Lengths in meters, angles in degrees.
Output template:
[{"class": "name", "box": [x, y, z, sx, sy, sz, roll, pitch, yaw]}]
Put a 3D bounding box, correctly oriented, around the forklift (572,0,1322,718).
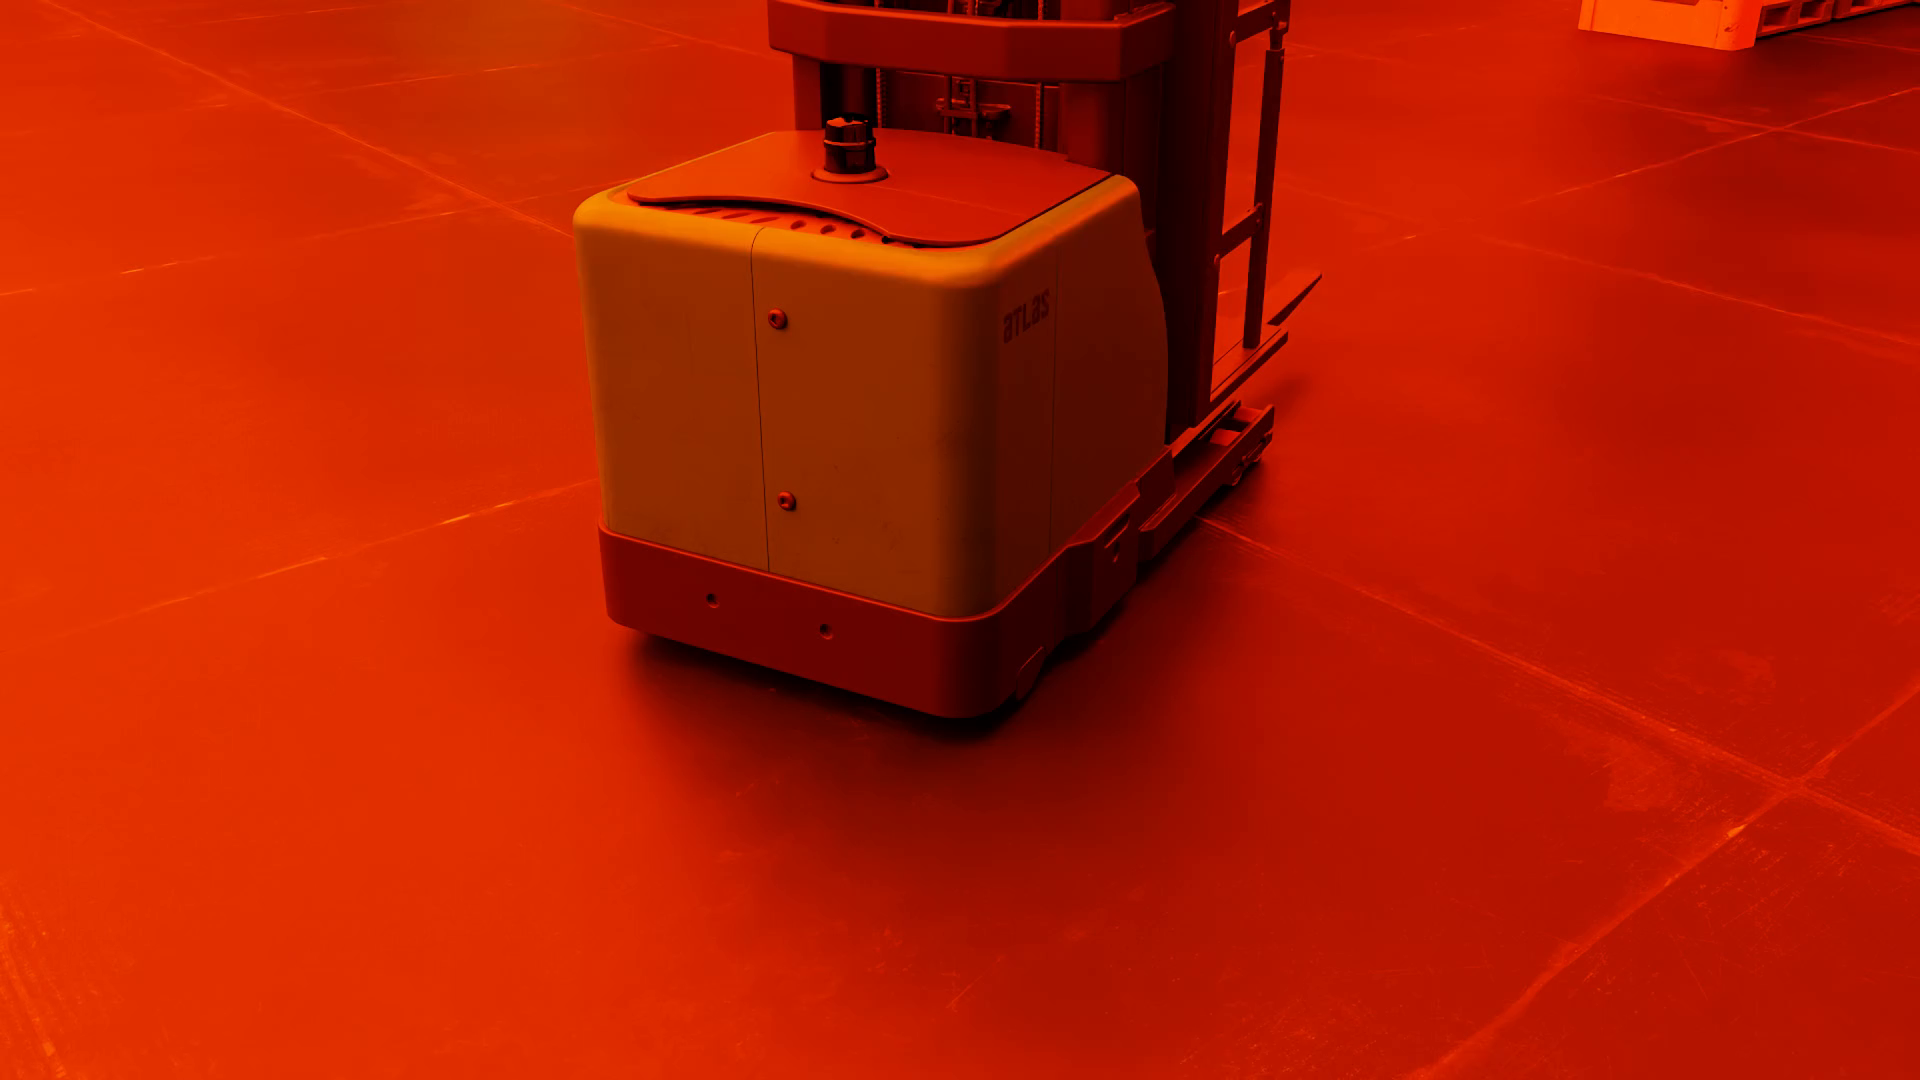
[{"class": "forklift", "box": [0.285, -1.552, 4.331, 1.130, 2.935, 3.031, 13, 29, 25]}]
